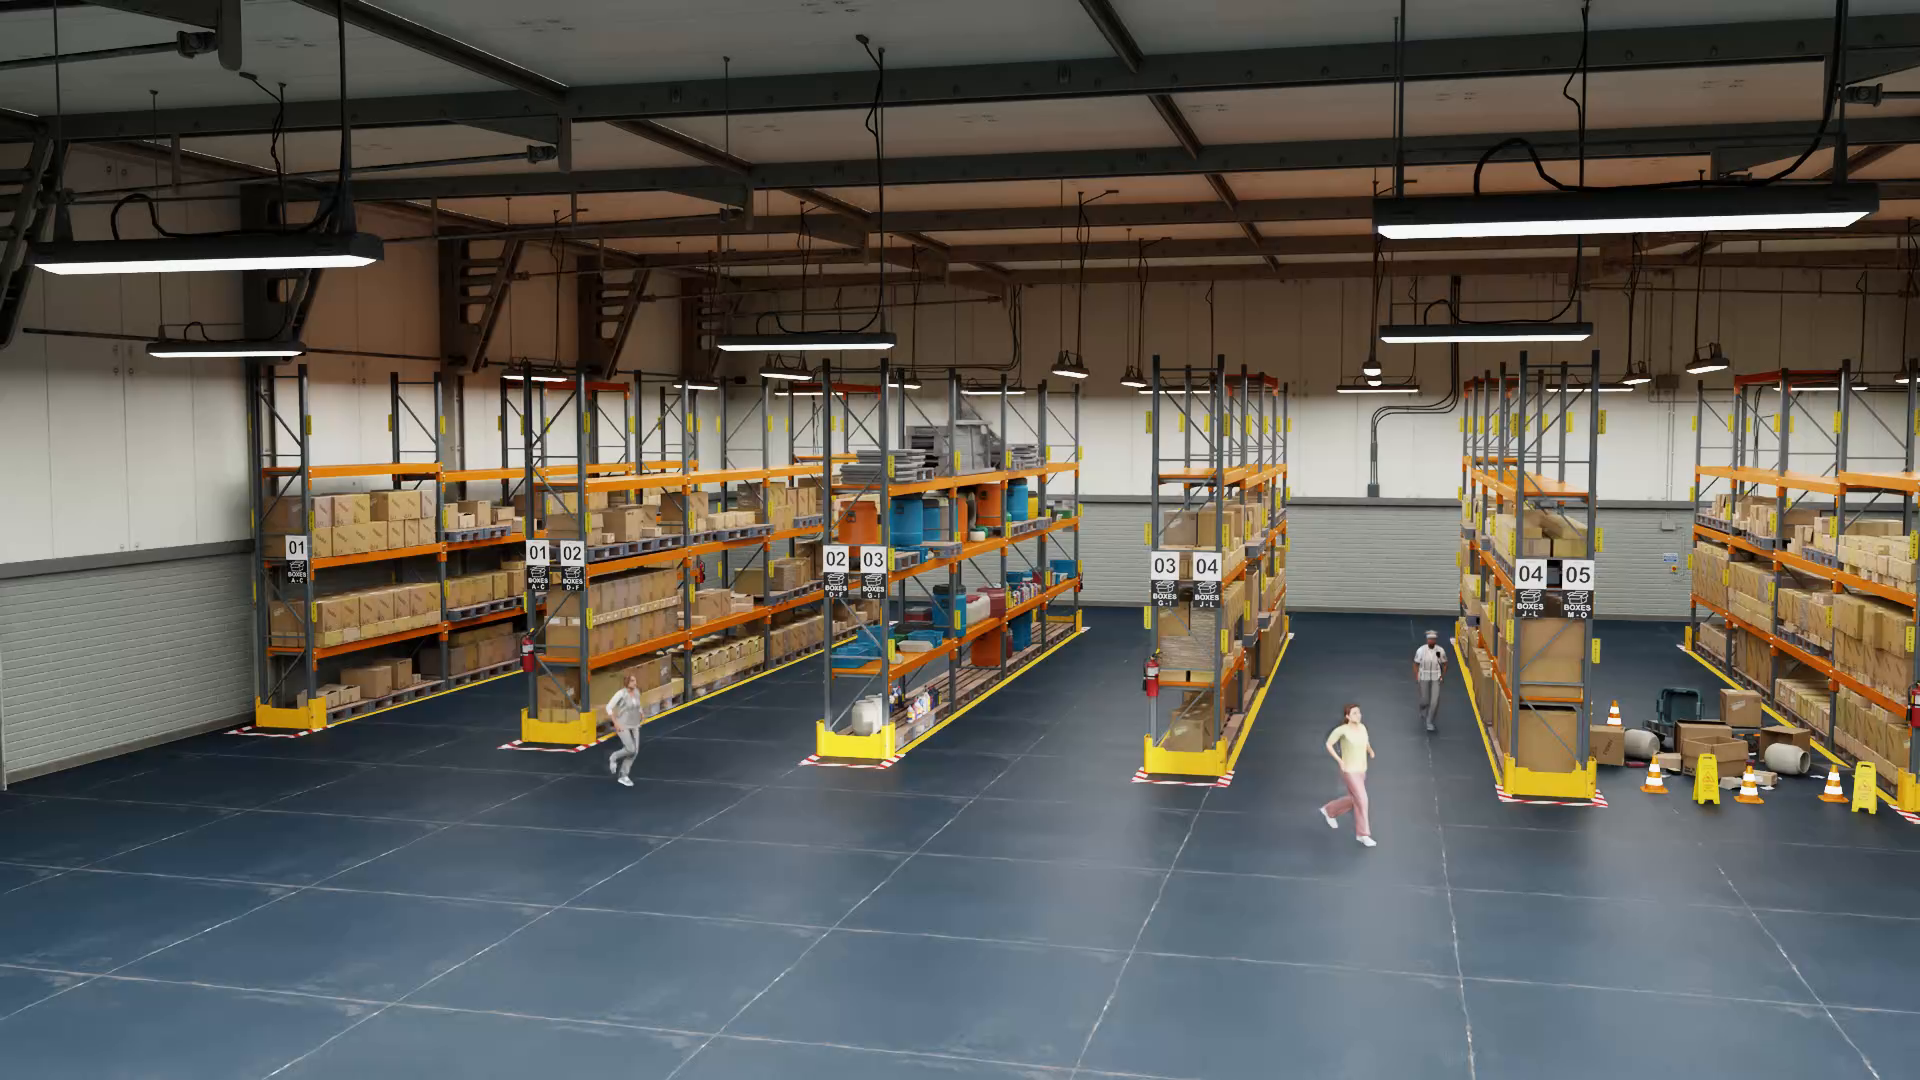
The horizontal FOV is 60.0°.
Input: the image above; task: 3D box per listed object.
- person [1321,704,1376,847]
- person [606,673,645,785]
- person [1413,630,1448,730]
[{"bbox_3d":[4.719,2.793,20.070,0.569,1.673,0.851,-3,5,-34],"label":"person"},{"bbox_3d":[-4.655,2.633,23.236,0.531,1.558,0.552,3,5,37],"label":"person"},{"bbox_3d":[7.792,2.294,27.547,0.561,1.652,0.590,1,4,11],"label":"person"}]
